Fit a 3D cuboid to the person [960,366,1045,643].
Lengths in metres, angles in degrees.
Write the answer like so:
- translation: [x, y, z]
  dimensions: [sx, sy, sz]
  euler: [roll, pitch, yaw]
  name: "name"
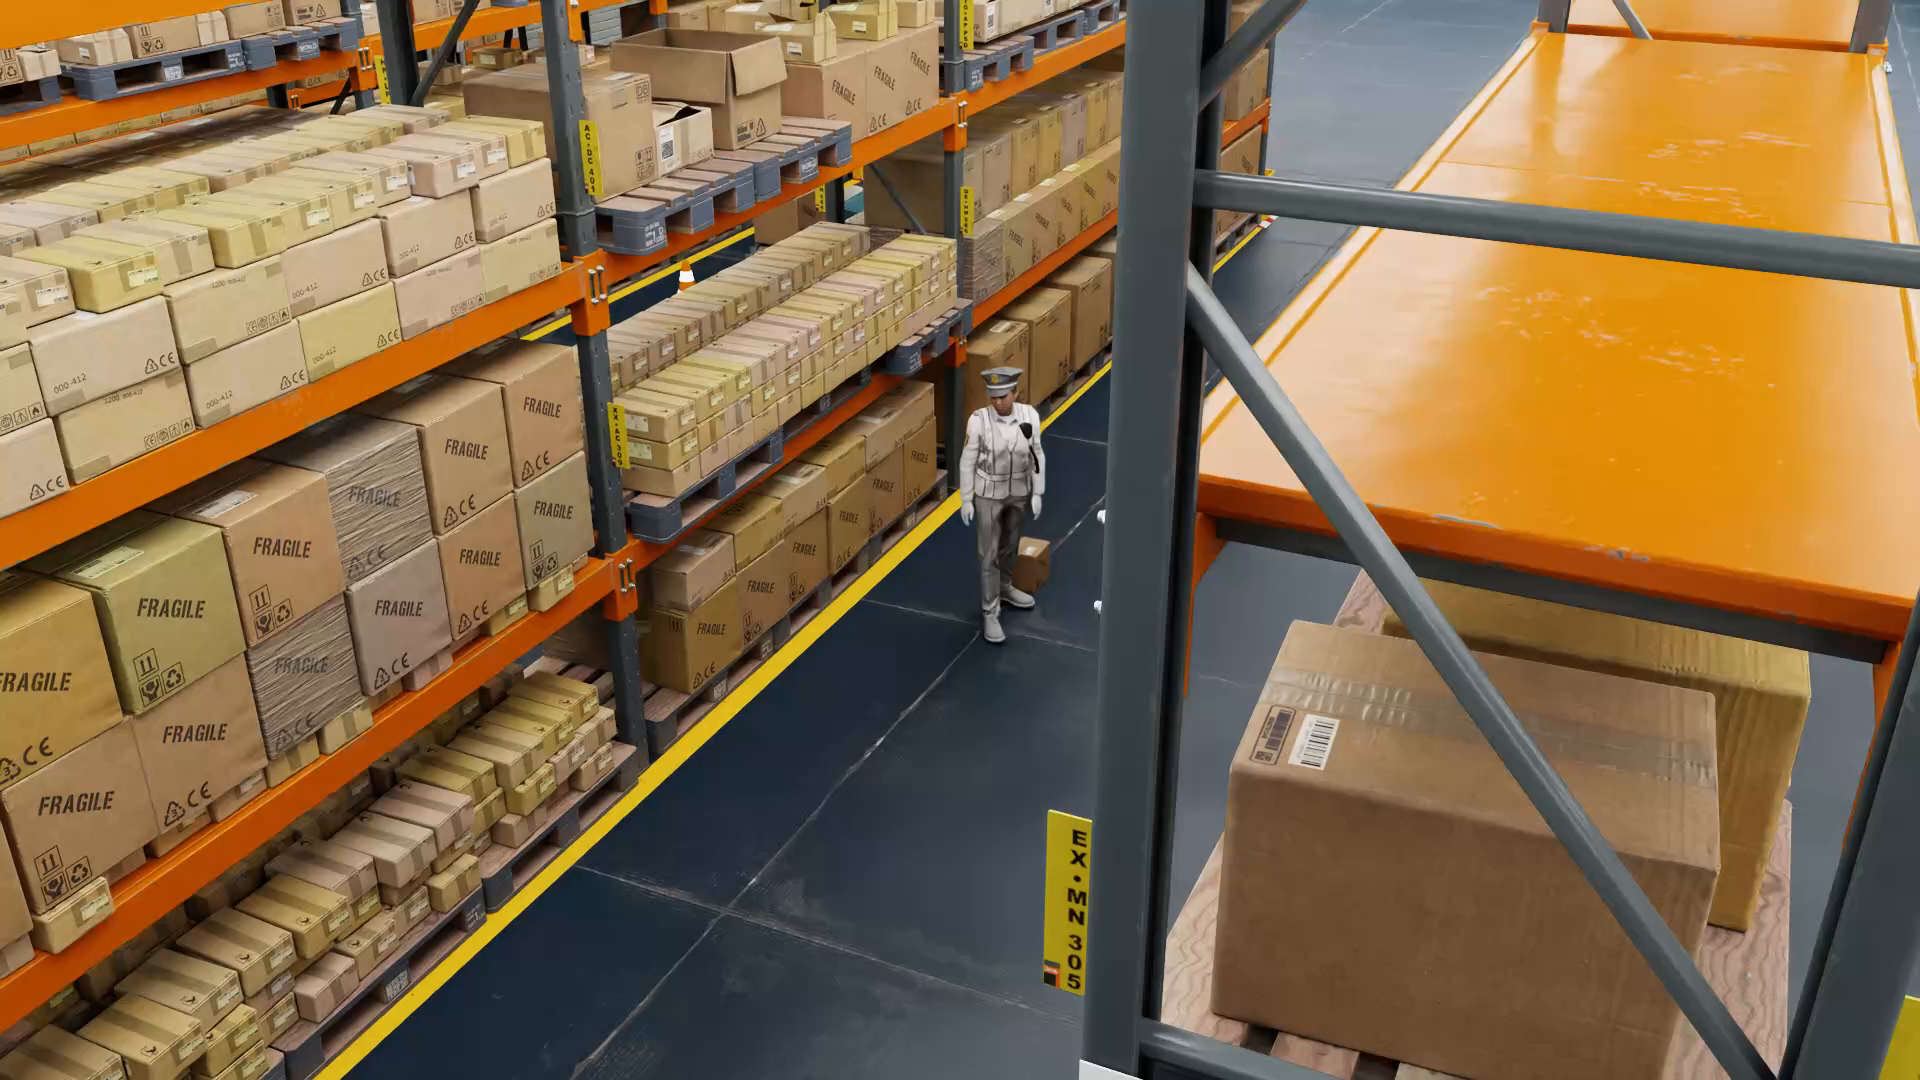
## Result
- translation: [0.262, -0.254, 9.896]
  dimensions: [0.515, 1.660, 0.592]
  euler: [-9, 28, -17]
  name: "person"
